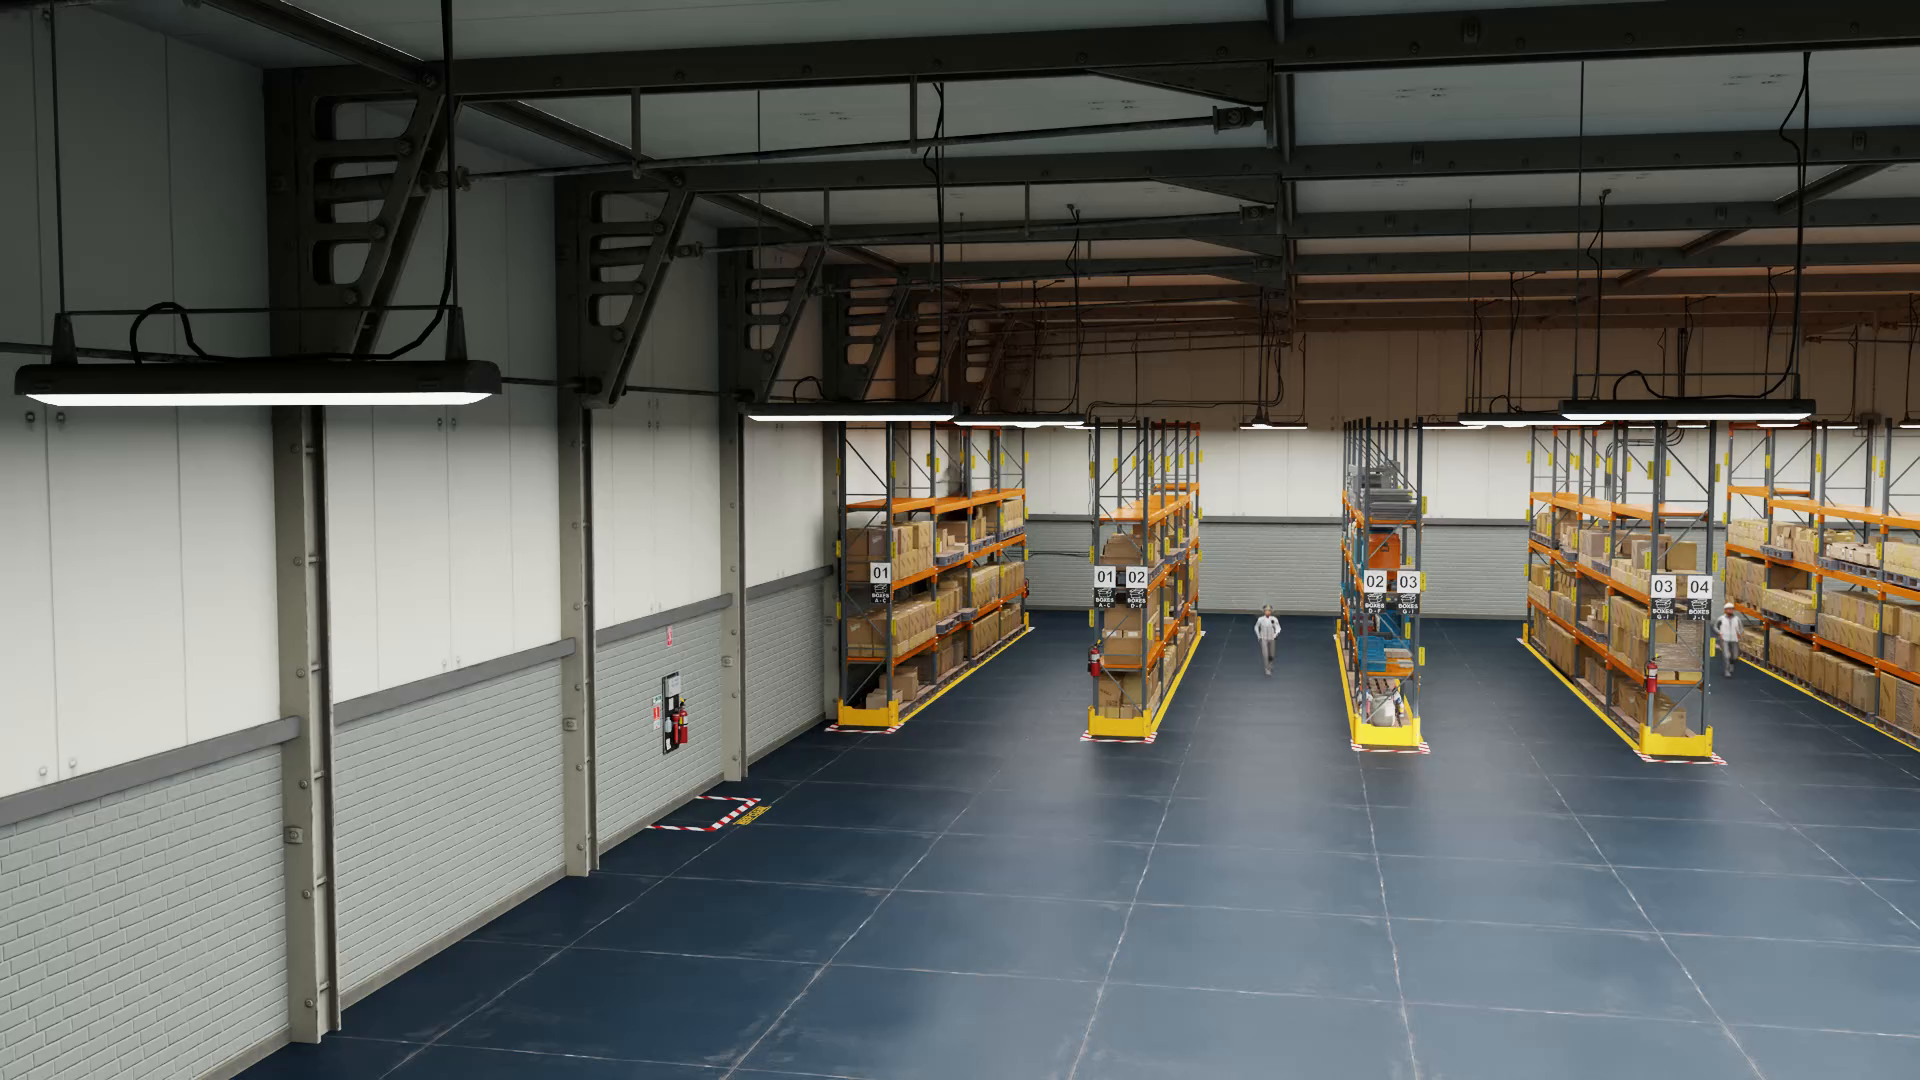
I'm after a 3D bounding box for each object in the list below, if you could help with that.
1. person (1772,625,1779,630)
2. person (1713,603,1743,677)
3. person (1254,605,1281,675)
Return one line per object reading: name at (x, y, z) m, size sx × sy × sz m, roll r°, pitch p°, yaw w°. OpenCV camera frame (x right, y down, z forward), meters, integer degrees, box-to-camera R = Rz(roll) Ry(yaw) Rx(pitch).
person at (21.941, 1.948, 44.488) m, size 0.744 × 1.742 × 0.984 m, roll -2°, pitch 4°, yaw -23°
person at (17.996, 2.334, 38.948) m, size 0.659 × 1.722 × 0.613 m, roll 1°, pitch 4°, yaw 14°
person at (7.264, 2.353, 39.287) m, size 0.606 × 1.642 × 0.580 m, roll 1°, pitch 4°, yaw 8°
